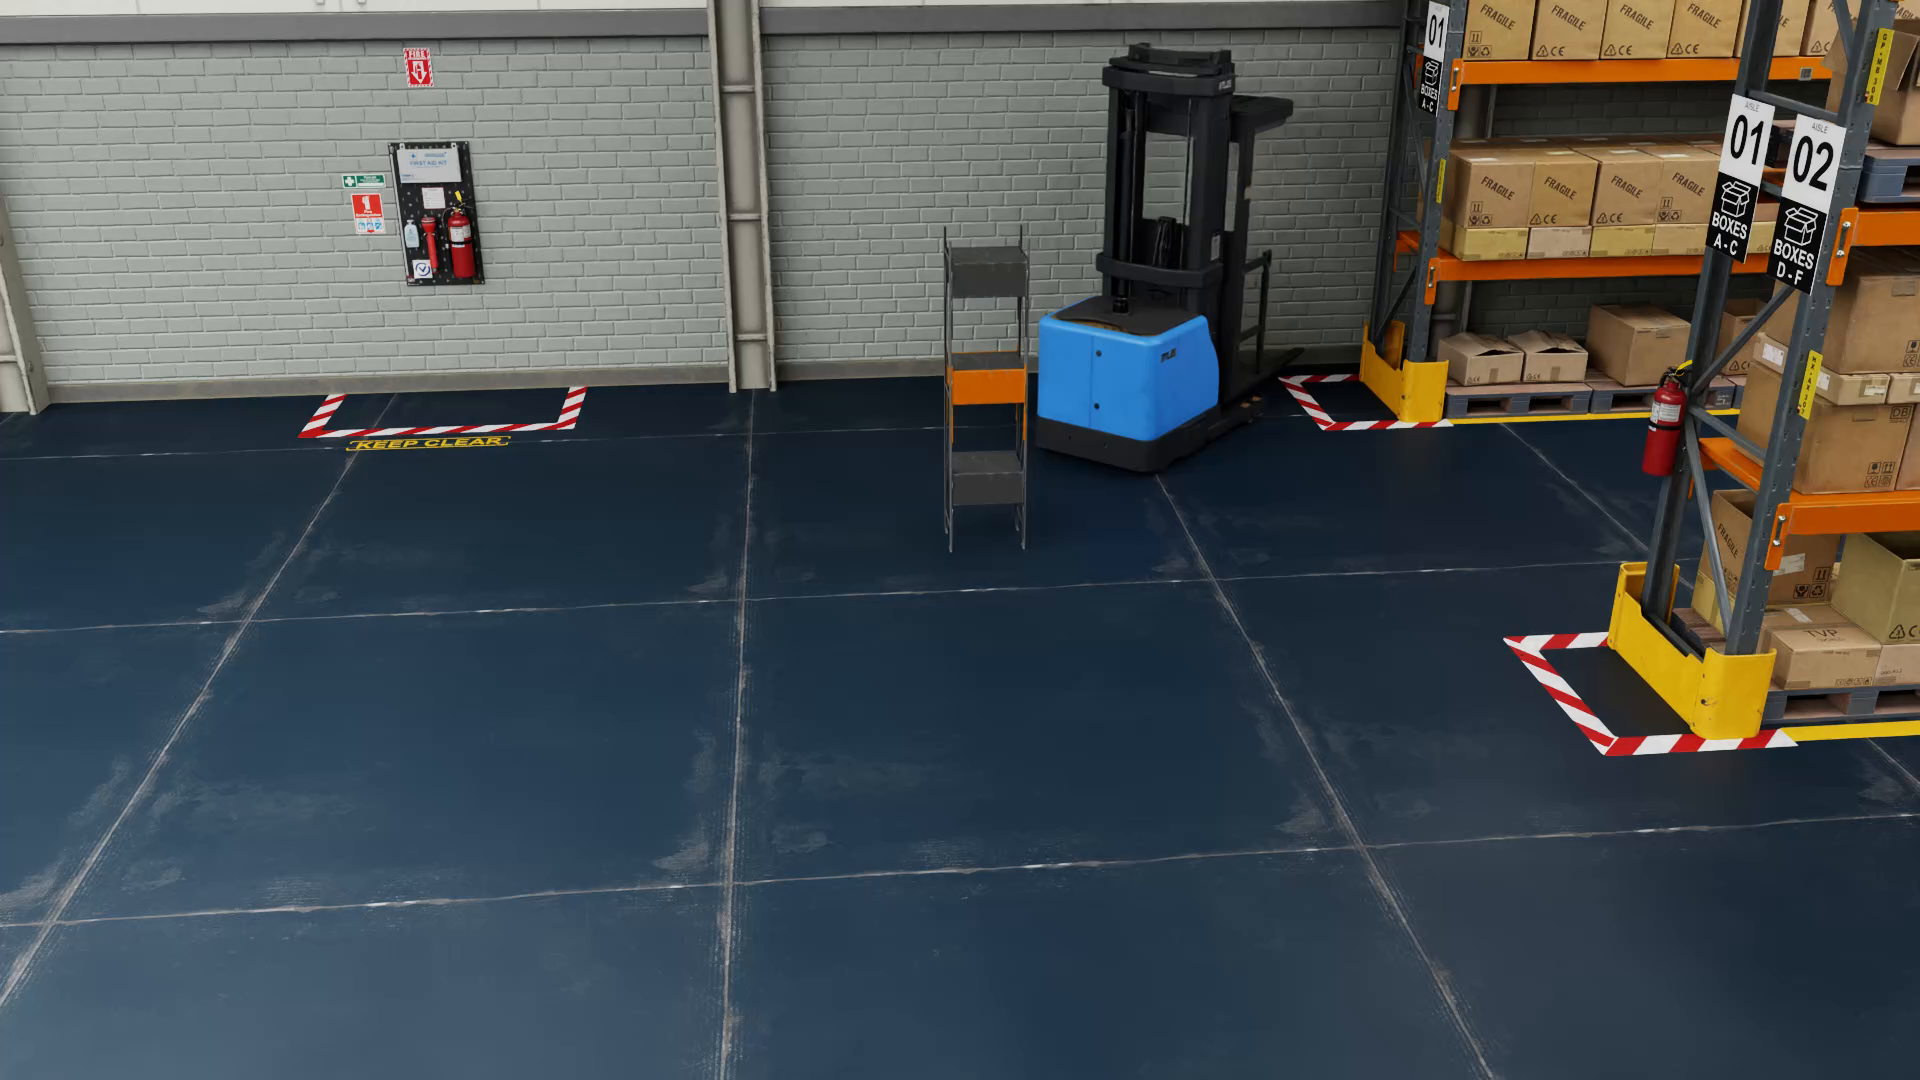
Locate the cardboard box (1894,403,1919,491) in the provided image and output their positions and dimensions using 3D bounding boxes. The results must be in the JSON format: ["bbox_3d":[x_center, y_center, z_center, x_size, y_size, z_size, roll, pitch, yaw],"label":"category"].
[{"bbox_3d":[5.074,-0.630,8.851,0.500,0.500,0.700,-2,24,-4],"label":"cardboard box"}]

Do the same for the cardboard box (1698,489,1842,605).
[{"bbox_3d":[4.590,0.032,9.429,0.500,0.500,0.500,-2,24,-5],"label":"cardboard box"}]

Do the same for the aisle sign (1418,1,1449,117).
[{"bbox_3d":[3.553,-3.614,12.487,0.004,0.787,0.394,-2,24,-5],"label":"aisle sign"}]

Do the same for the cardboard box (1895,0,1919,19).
[{"bbox_3d":[7.095,-4.015,12.749,0.500,0.500,0.500,-2,24,-4],"label":"cardboard box"}]

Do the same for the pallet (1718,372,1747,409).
[{"bbox_3d":[6.911,-1.394,14.127,1.213,0.211,1.003,-2,24,-5],"label":"pallet"}]

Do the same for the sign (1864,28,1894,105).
[{"bbox_3d":[4.134,-2.130,7.481,0.005,0.325,0.100,-2,24,-5],"label":"sign"}]

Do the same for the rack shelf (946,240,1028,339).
[{"bbox_3d":[0.165,-1.593,10.560,0.480,0.518,0.431,-2,24,-5],"label":"rack shelf"}]

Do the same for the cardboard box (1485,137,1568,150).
[{"bbox_3d":[4.545,-2.954,13.440,0.500,0.500,0.500,-2,24,-4],"label":"cardboard box"}]

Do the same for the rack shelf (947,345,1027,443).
[{"bbox_3d":[0.165,-0.954,10.844,0.480,0.518,0.431,-2,24,-5],"label":"rack shelf"}]

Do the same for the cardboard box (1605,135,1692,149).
[{"bbox_3d":[5.560,-2.997,13.536,0.500,0.500,0.500,-2,24,-4],"label":"cardboard box"}]

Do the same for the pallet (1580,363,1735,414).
[{"bbox_3d":[5.694,-1.344,14.015,1.213,0.211,1.003,-2,24,-5],"label":"pallet"}]

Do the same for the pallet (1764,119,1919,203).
[{"bbox_3d":[4.792,-1.896,8.238,1.213,0.211,1.003,-2,24,-5],"label":"pallet"}]

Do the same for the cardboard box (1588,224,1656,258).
[{"bbox_3d":[5.135,-2.426,13.175,0.500,0.250,0.500,-3,24,-6],"label":"cardboard box"}]

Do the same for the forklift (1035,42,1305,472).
[{"bbox_3d":[1.842,-2.376,12.987,1.130,2.935,3.031,16,29,32],"label":"forklift"}]

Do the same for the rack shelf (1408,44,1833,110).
[{"bbox_3d":[5.585,-3.672,13.010,4.000,0.370,1.077,-2,24,-5],"label":"rack shelf"}]

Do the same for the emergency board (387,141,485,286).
[{"bbox_3d":[-4.227,-2.605,13.417,0.643,1.169,0.194,-2,24,-5],"label":"emergency board"}]

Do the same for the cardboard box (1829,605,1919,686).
[{"bbox_3d":[5.138,0.564,9.157,0.500,0.250,0.500,-2,24,-5],"label":"cardboard box"}]

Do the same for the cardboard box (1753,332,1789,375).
[{"bbox_3d":[4.447,-0.982,8.845,0.250,0.149,0.380,-3,24,-6],"label":"cardboard box"}]

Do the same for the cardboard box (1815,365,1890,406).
[{"bbox_3d":[4.497,-0.819,8.477,0.250,0.149,0.380,-2,24,-6],"label":"cardboard box"}]

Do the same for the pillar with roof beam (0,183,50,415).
[{"bbox_3d":[-7.312,-3.450,7.932,0.400,9.000,9.100,-2,24,-5],"label":"pillar with roof beam"}]

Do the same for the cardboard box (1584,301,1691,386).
[{"bbox_3d":[5.595,-1.632,13.764,0.500,0.500,0.700,-4,24,-8],"label":"cardboard box"}]

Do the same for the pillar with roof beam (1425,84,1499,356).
[{"bbox_3d":[4.630,-3.929,9.010,0.400,9.000,9.100,-2,24,-5],"label":"pillar with roof beam"}]

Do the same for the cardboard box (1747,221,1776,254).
[{"bbox_3d":[6.138,-2.466,13.265,0.500,0.250,0.500,-2,24,-5],"label":"cardboard box"}]

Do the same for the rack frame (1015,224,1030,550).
[{"bbox_3d":[0.408,-0.976,10.860,0.015,2.100,0.400,-2,24,-5],"label":"rack frame"}]

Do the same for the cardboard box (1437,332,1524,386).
[{"bbox_3d":[4.292,-1.514,13.731,0.500,0.311,0.500,-5,24,-11],"label":"cardboard box"}]

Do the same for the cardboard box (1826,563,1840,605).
[{"bbox_3d":[5.087,0.351,9.635,0.500,0.250,0.500,-2,24,-5],"label":"cardboard box"}]

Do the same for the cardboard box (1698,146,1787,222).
[{"bbox_3d":[6.137,-2.811,13.118,0.500,0.500,0.500,-3,24,-7],"label":"cardboard box"}]

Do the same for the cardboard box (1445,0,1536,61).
[{"bbox_3d":[3.952,-3.888,12.463,0.500,0.500,0.500,-2,24,-4],"label":"cardboard box"}]

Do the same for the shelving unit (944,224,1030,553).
[{"bbox_3d":[0.165,-0.966,10.838,0.503,2.100,0.431,-2,24,-5],"label":"shelving unit"}]

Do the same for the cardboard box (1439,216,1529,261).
[{"bbox_3d":[4.112,-2.382,13.075,0.500,0.250,0.500,-3,24,-7],"label":"cardboard box"}]

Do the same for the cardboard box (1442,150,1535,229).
[{"bbox_3d":[4.100,-2.731,12.938,0.500,0.500,0.500,-2,24,-5],"label":"cardboard box"}]

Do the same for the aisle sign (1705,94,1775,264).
[{"bbox_3d":[3.991,-1.852,8.523,0.004,0.787,0.394,-2,24,-5],"label":"aisle sign"}]

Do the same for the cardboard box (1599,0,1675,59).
[{"bbox_3d":[5.007,-3.917,12.529,0.500,0.500,0.500,-1,24,-3],"label":"cardboard box"}]

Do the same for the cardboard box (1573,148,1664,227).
[{"bbox_3d":[5.107,-2.765,13.014,0.500,0.500,0.500,-3,24,-7],"label":"cardboard box"}]

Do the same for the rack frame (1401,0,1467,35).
[{"bbox_3d":[3.595,-5.291,12.075,0.127,3.000,1.000,-2,24,-5],"label":"rack frame"}]

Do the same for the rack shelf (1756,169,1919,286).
[{"bbox_3d":[6.076,-1.670,8.506,4.000,0.370,1.077,-2,24,-5],"label":"rack shelf"}]

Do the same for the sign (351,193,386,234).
[{"bbox_3d":[-4.788,-2.641,13.454,0.234,0.329,0.001,-2,24,-5],"label":"sign"}]

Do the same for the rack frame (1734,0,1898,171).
[{"bbox_3d":[4.086,-3.289,7.571,0.127,3.000,1.000,-2,24,-5],"label":"rack frame"}]

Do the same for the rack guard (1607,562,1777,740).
[{"bbox_3d":[4.062,0.595,9.295,0.348,0.500,1.175,-2,24,-5],"label":"rack guard"}]

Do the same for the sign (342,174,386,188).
[{"bbox_3d":[-4.782,-2.879,13.339,0.331,0.109,0.001,-2,24,-5],"label":"sign"}]

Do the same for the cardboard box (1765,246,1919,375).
[{"bbox_3d":[4.604,-1.202,8.541,0.500,0.500,0.700,-2,24,-5],"label":"cardboard box"}]

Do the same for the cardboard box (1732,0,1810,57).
[{"bbox_3d":[6.045,-3.963,12.631,0.500,0.500,0.500,-3,24,-7],"label":"cardboard box"}]
